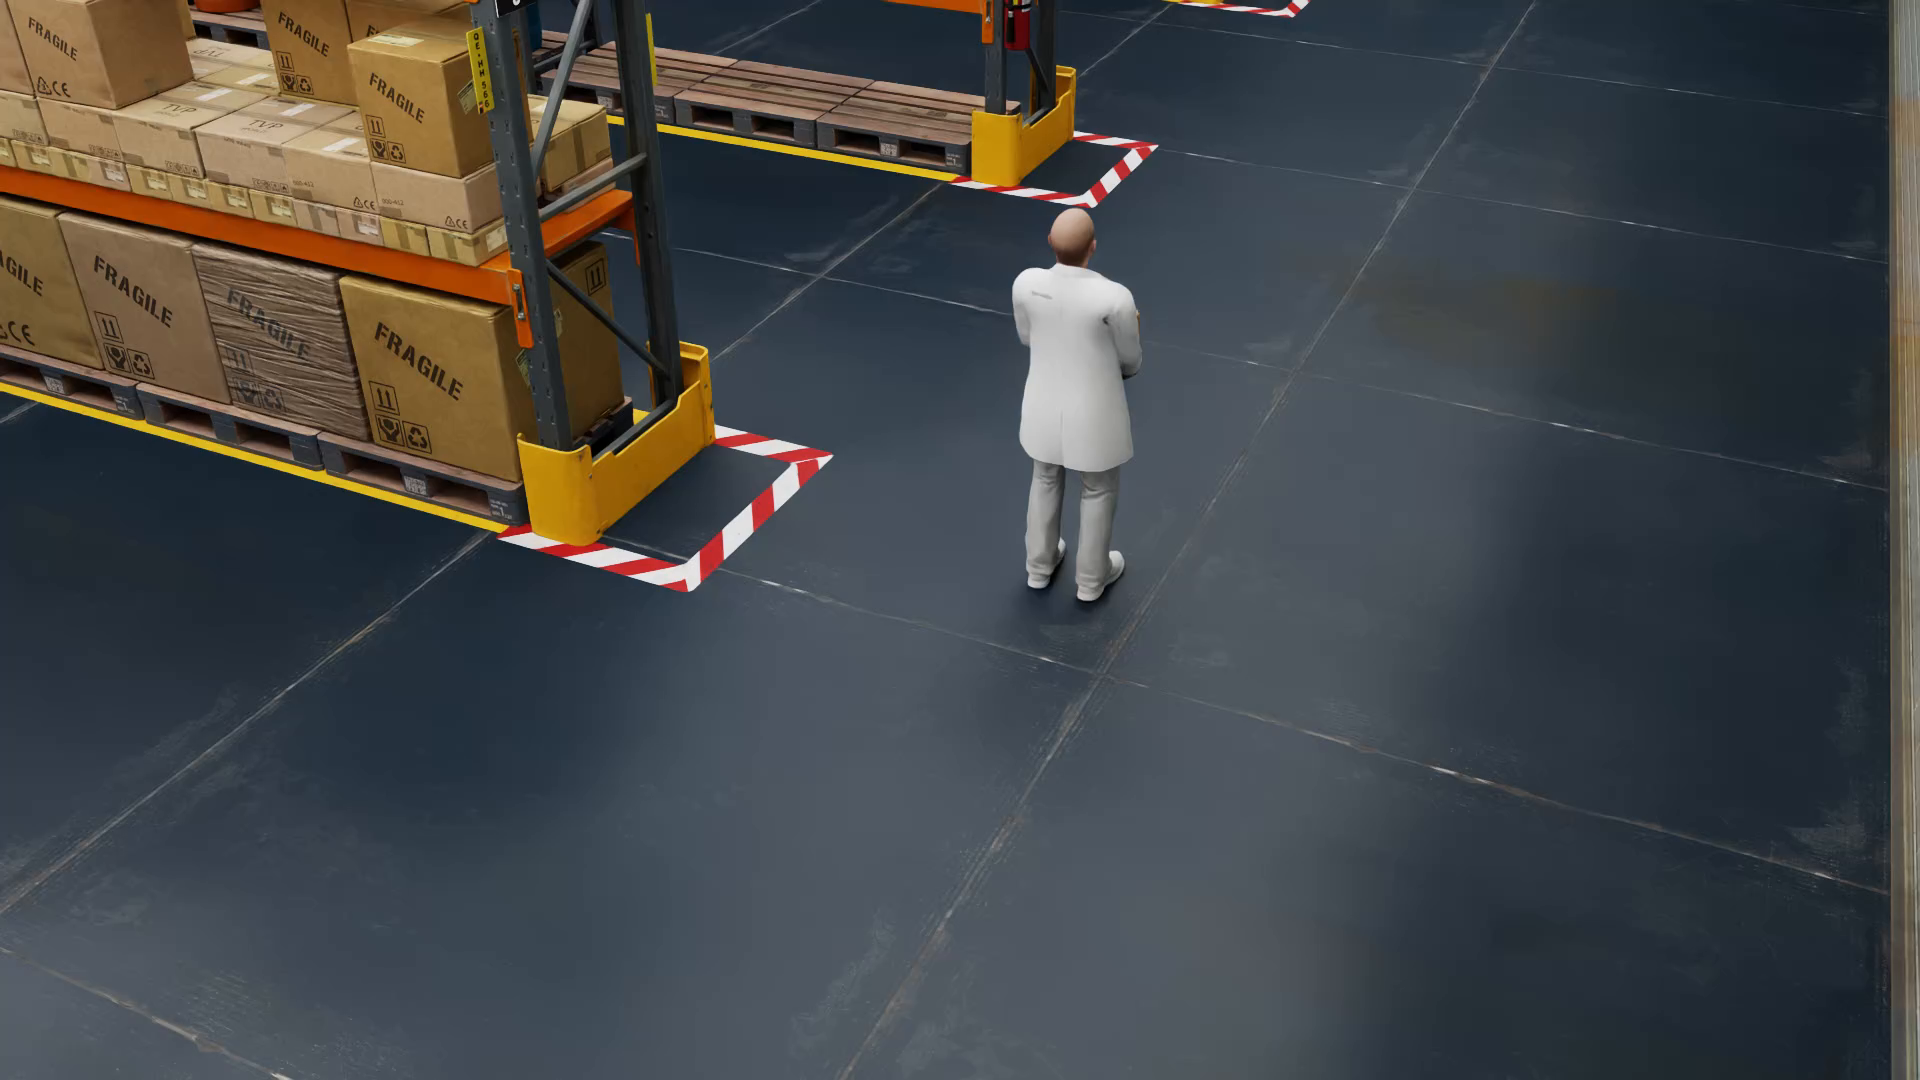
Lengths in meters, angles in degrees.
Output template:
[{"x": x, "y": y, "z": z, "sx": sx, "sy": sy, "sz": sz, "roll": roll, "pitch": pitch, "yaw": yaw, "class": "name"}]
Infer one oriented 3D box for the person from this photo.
[{"x": 0.526, "y": -0.617, "z": 7.092, "sx": 0.537, "sy": 1.777, "sz": 0.548, "roll": 14, "pitch": 36, "yaw": 20, "class": "person"}]
